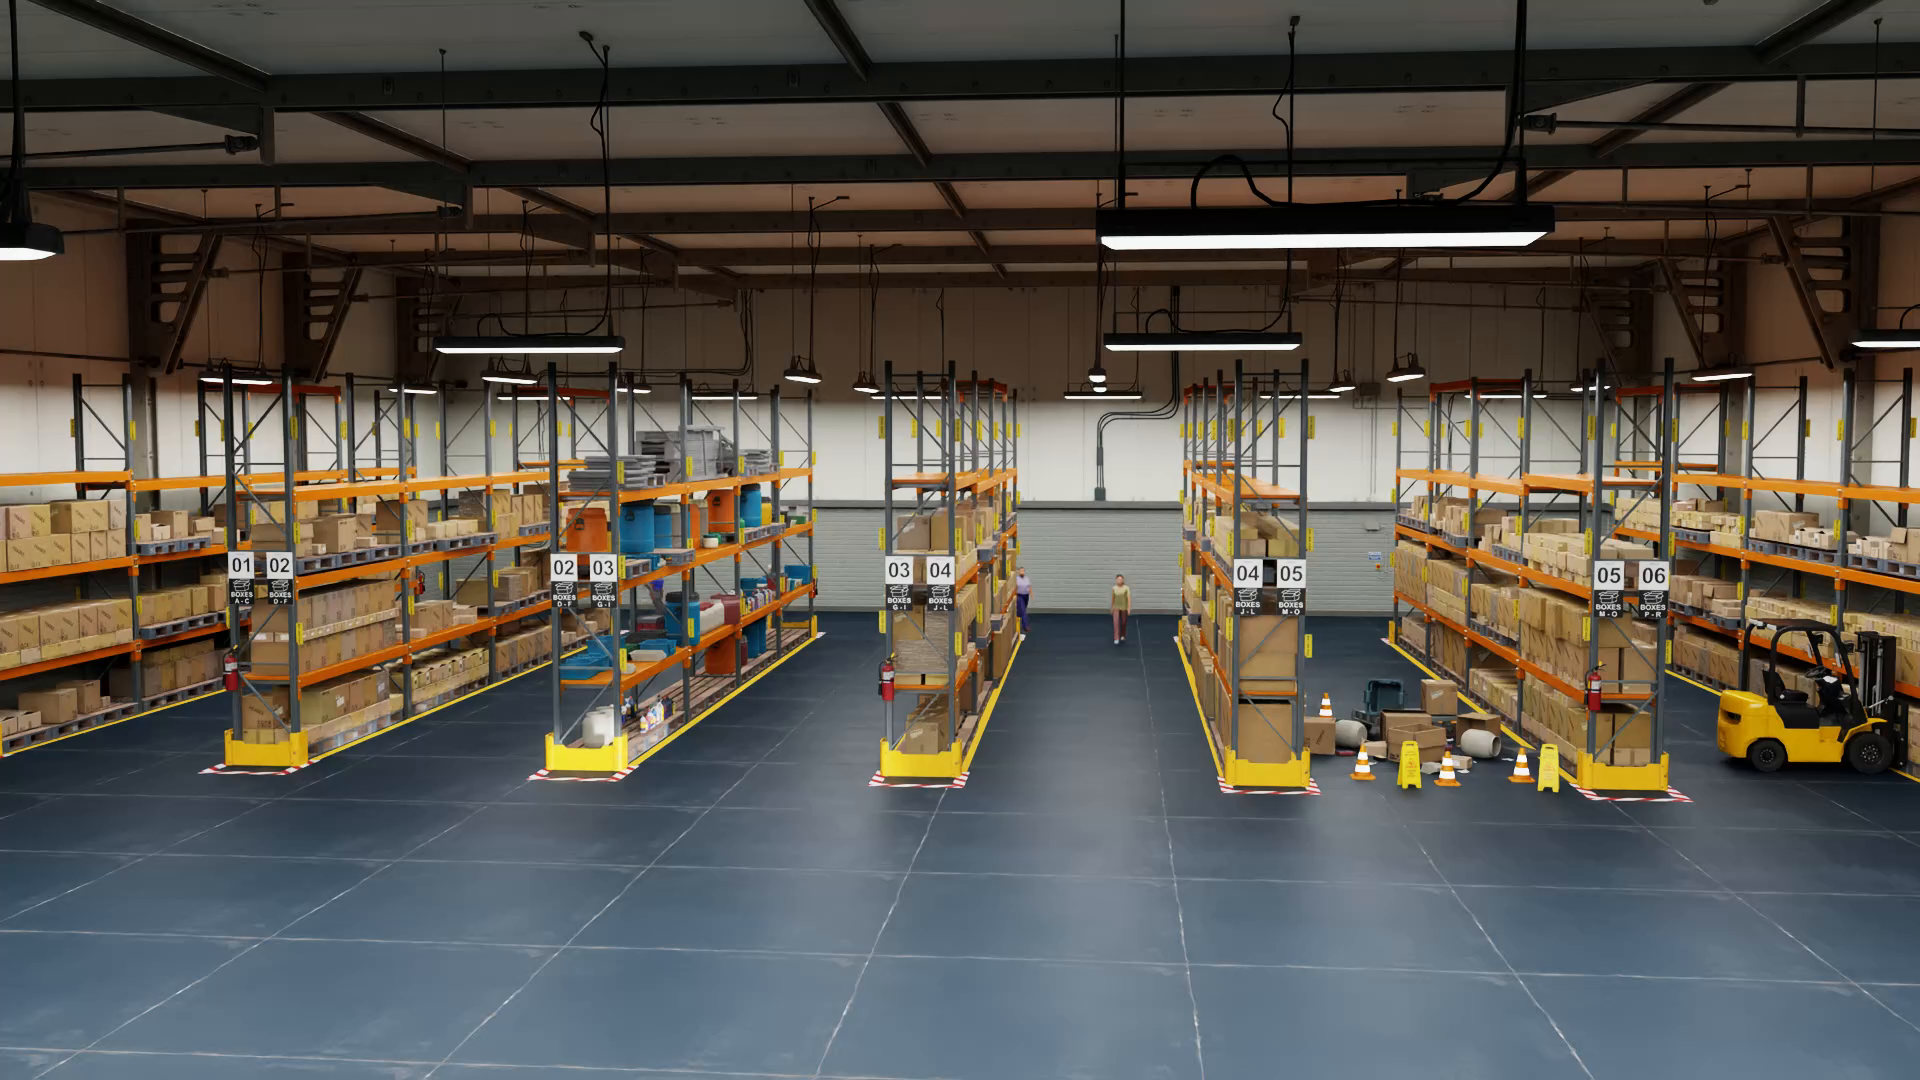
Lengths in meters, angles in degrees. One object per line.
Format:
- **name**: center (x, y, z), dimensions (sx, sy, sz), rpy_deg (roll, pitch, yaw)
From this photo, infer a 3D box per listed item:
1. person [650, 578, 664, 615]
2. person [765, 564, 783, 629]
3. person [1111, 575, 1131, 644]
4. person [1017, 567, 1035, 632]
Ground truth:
- **person**: center (-7.622, 1.411, 41.959), dimensions (0.405, 1.673, 0.471), rpy_deg (0, 4, 4)
- **person**: center (-4.759, 1.408, 42.143), dimensions (0.482, 1.608, 0.990), rpy_deg (3, 5, 34)
- **person**: center (3.769, 1.615, 39.006), dimensions (0.485, 1.604, 1.064), rpy_deg (0, 4, 7)
- **person**: center (1.559, 1.466, 41.543), dimensions (0.480, 1.577, 1.013), rpy_deg (-3, 5, -36)
